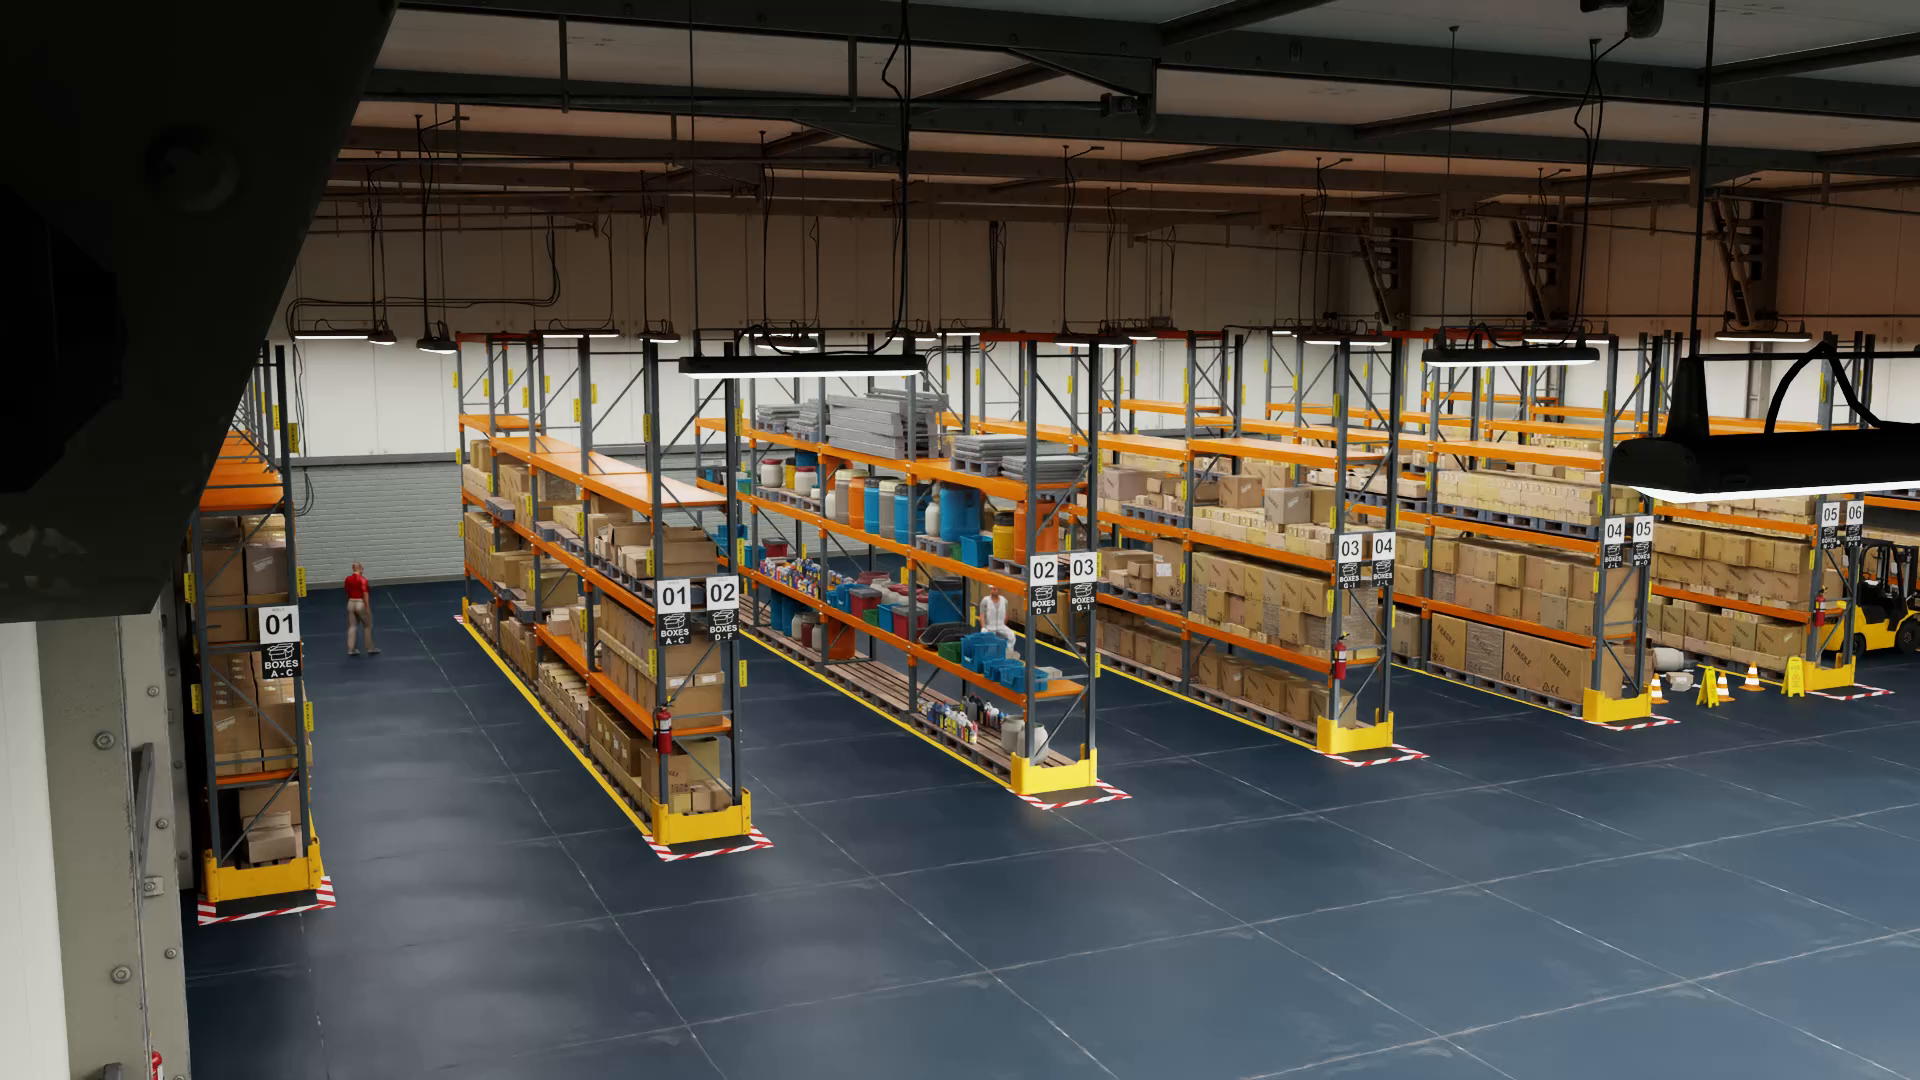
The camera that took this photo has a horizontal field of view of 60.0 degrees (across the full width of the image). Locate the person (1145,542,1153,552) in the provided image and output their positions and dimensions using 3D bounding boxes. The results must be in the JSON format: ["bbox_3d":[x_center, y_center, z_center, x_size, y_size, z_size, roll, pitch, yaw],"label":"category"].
[{"bbox_3d":[4.939,-0.279,43.034,0.957,1.610,0.443,-7,10,-41],"label":"person"}]

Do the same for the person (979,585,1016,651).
[{"bbox_3d":[0.612,1.558,28.867,0.609,1.707,1.074,-3,8,-21],"label":"person"}]

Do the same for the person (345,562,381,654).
[{"bbox_3d":[-11.252,1.284,31.199,0.571,1.744,0.647,3,8,19],"label":"person"}]
